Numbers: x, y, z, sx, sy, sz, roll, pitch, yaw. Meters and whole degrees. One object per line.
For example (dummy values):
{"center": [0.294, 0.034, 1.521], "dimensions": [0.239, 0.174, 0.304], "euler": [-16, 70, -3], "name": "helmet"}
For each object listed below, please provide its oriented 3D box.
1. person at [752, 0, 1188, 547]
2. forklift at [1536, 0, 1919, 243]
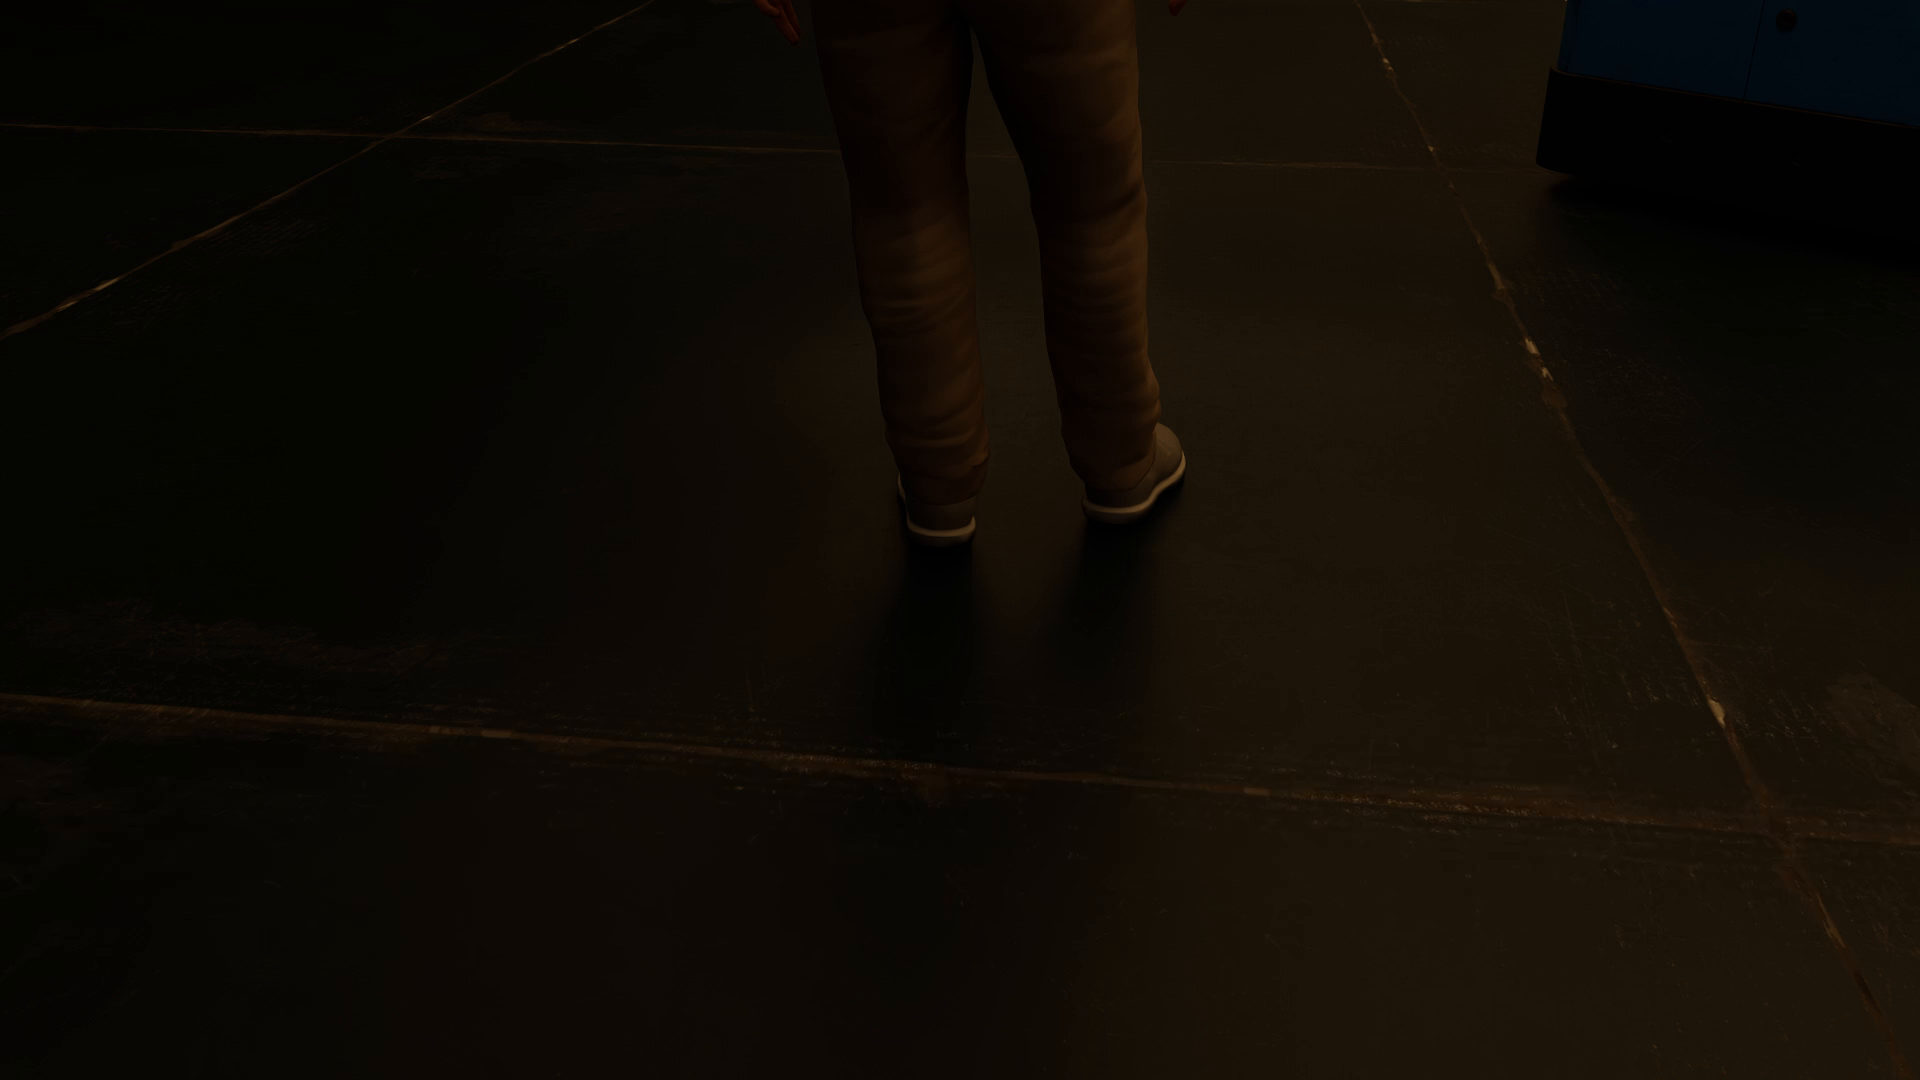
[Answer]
{"center": [0.024, -0.818, 2.189], "dimensions": [0.640, 1.727, 0.551], "euler": [3, 27, 7], "name": "person"}
{"center": [2.904, -2.503, 4.233], "dimensions": [3.031, 2.935, 1.130], "euler": [-23, 34, -38], "name": "forklift"}
